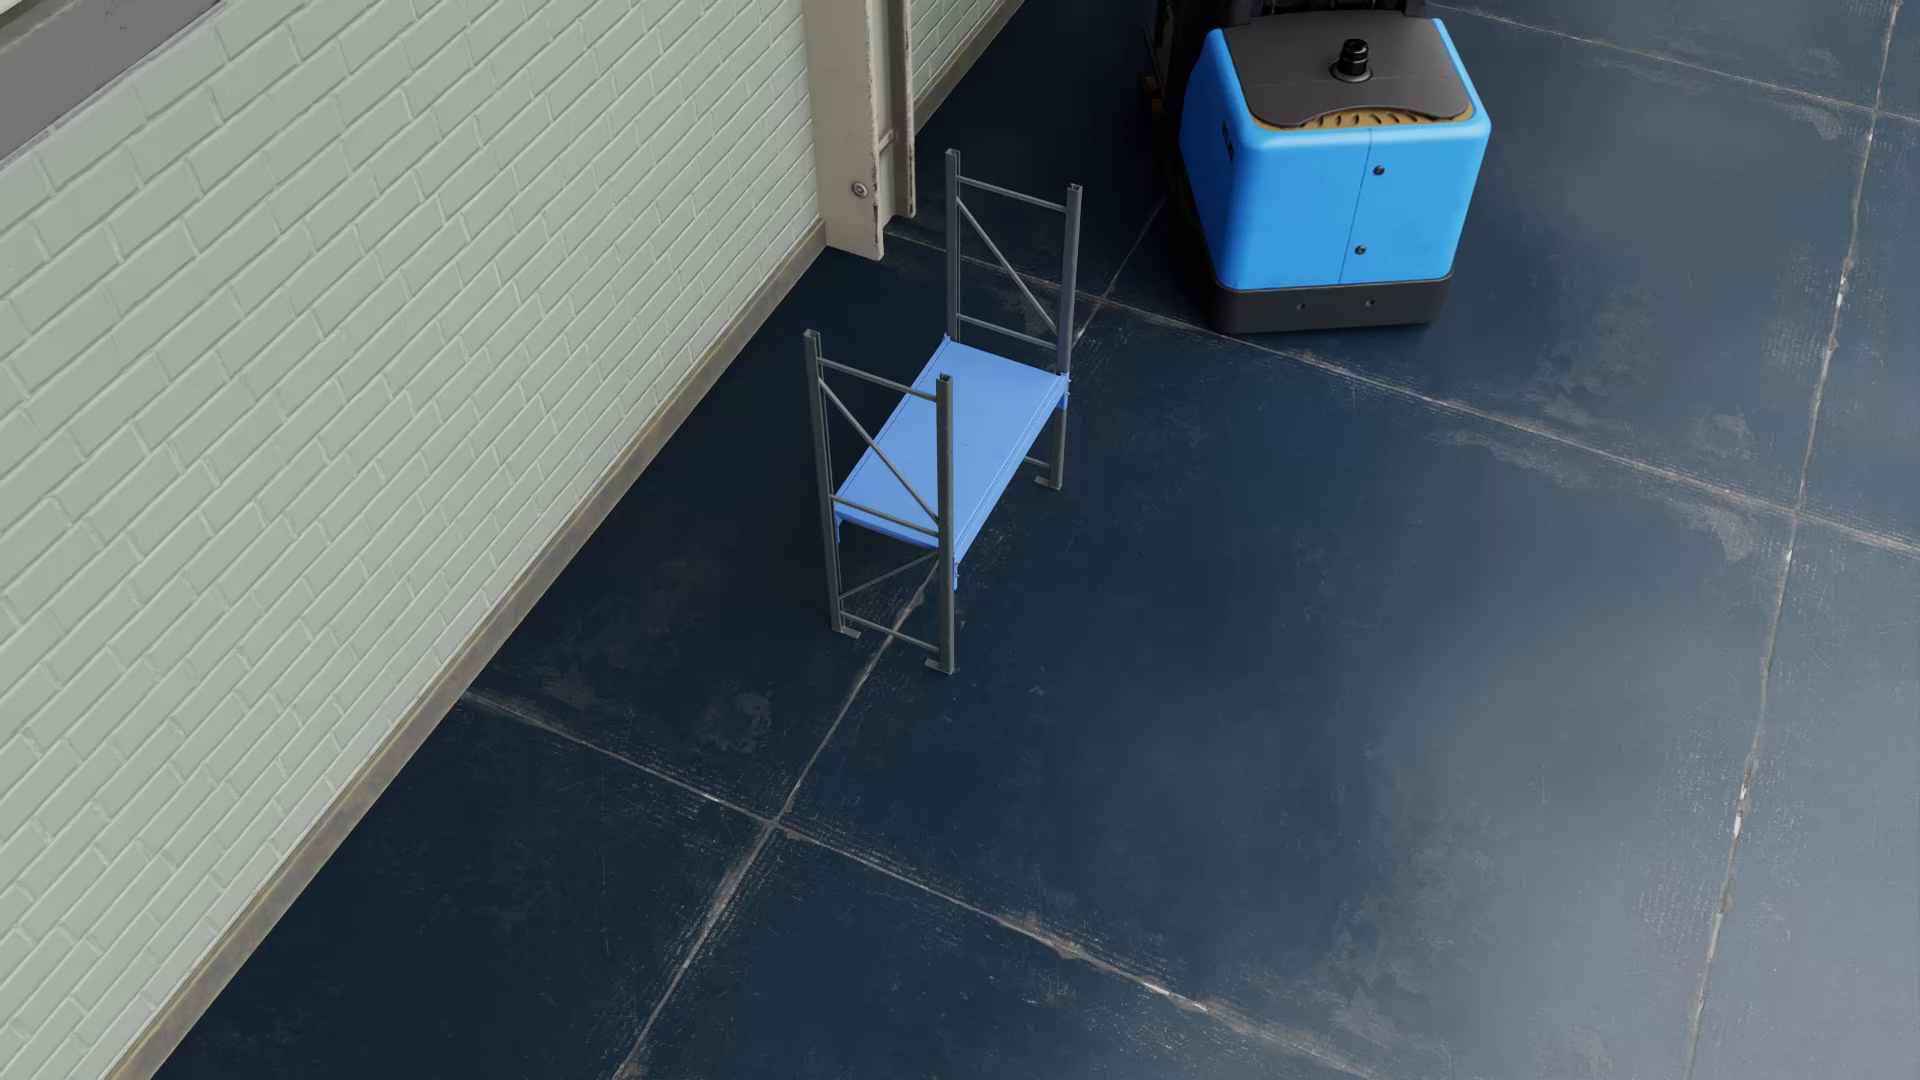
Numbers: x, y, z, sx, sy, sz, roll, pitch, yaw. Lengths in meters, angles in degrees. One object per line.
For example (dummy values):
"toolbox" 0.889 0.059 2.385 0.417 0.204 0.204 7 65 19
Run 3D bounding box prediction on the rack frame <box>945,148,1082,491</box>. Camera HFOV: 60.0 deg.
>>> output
"rack frame" 0.181 -0.777 6.242 0.500 1.500 0.032 20 52 16

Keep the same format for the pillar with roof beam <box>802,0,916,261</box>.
"pillar with roof beam" 3.463 -2.987 3.198 9.100 9.000 0.400 20 52 16

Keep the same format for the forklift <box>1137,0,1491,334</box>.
"forklift" 1.487 -2.975 7.172 1.130 2.935 3.031 -4 50 -3

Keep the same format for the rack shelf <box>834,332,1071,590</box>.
"rack shelf" -0.036 -0.311 6.081 0.538 0.185 1.000 20 52 16

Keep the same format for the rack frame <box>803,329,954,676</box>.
"rack frame" -0.254 -0.077 5.646 0.500 1.500 0.032 20 52 16

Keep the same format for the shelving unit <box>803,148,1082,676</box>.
"shelving unit" -0.036 -0.427 5.944 0.538 1.500 1.048 20 52 16
